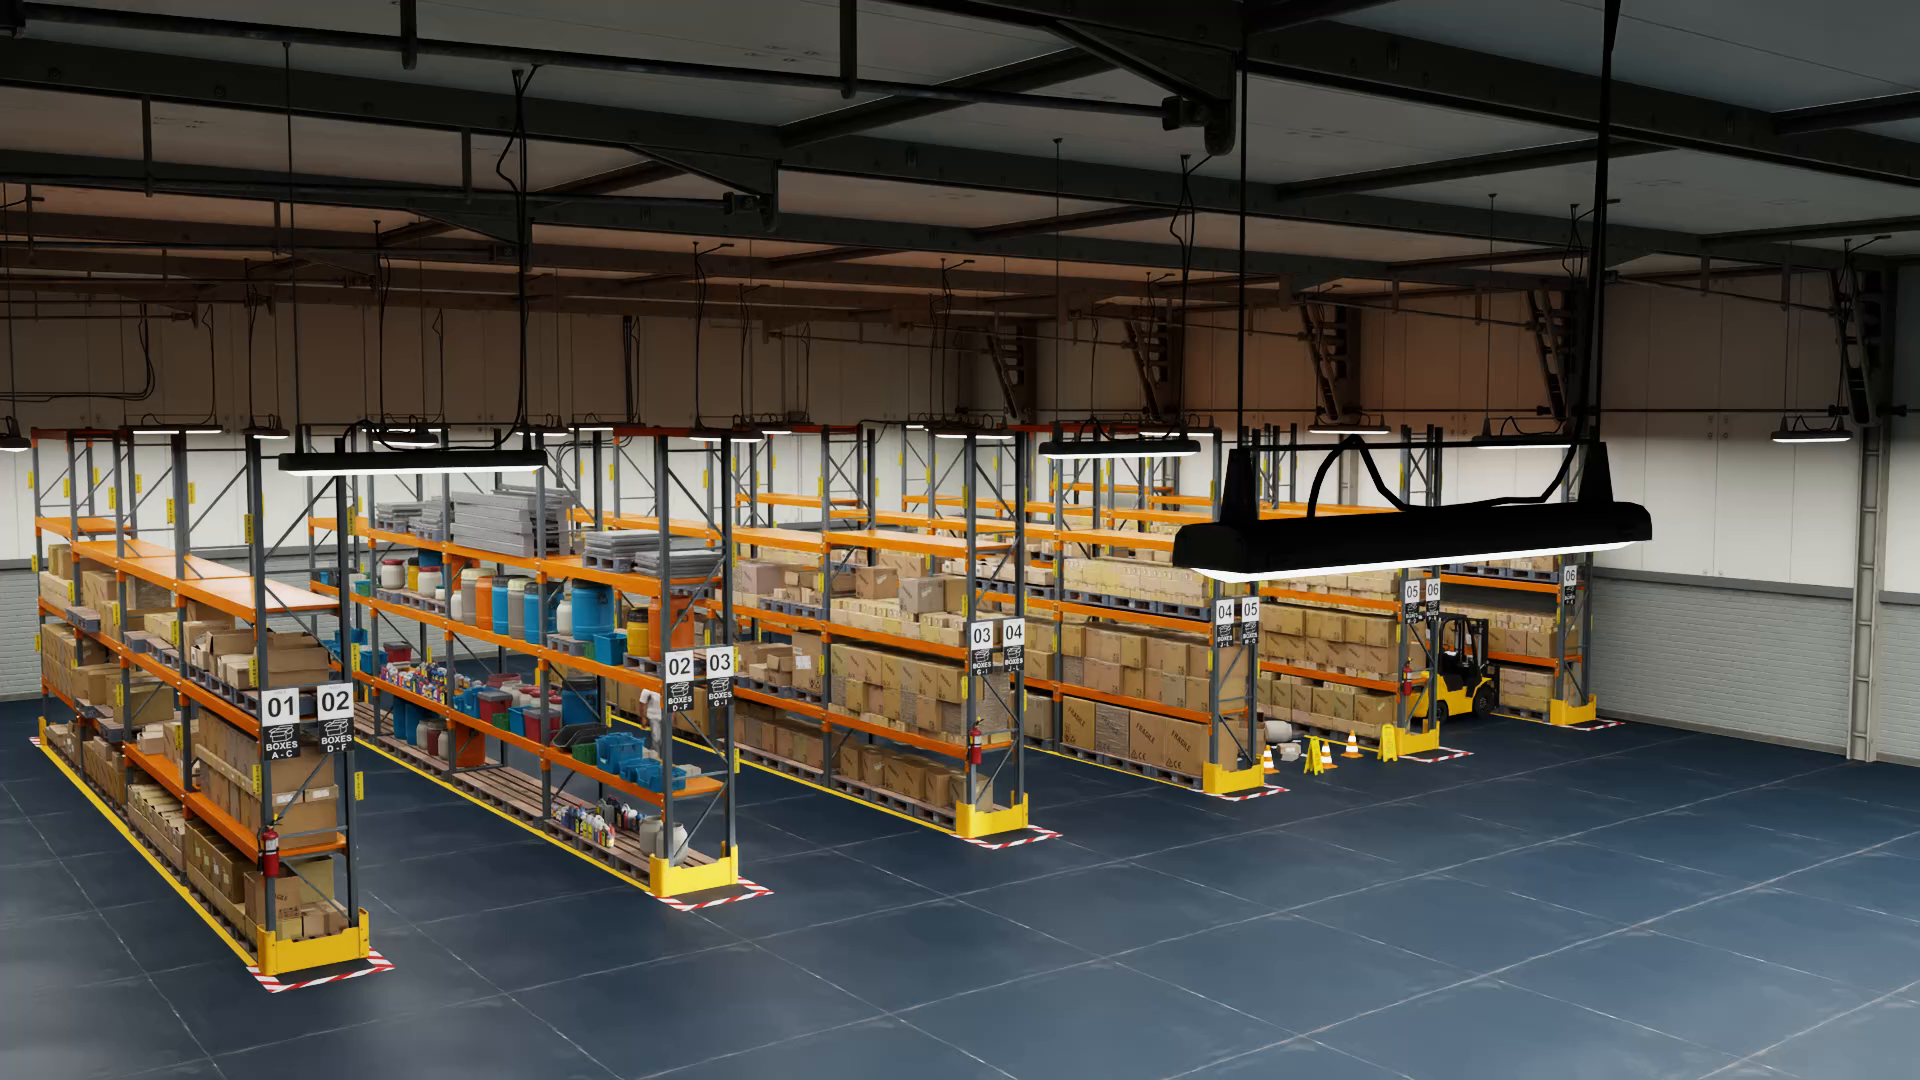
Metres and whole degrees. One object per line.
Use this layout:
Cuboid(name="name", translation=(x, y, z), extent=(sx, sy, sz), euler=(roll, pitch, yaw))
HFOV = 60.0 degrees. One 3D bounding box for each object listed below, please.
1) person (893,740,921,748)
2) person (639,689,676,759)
Cuboid(name="person", translation=(-0.902, 3.103, 30.999), extent=(0.967, 1.546, 0.419), euler=(3, 5, 33))
Cuboid(name="person", translation=(-5.394, 3.151, 29.555), extent=(0.672, 1.742, 0.619), euler=(-3, 6, -36))
